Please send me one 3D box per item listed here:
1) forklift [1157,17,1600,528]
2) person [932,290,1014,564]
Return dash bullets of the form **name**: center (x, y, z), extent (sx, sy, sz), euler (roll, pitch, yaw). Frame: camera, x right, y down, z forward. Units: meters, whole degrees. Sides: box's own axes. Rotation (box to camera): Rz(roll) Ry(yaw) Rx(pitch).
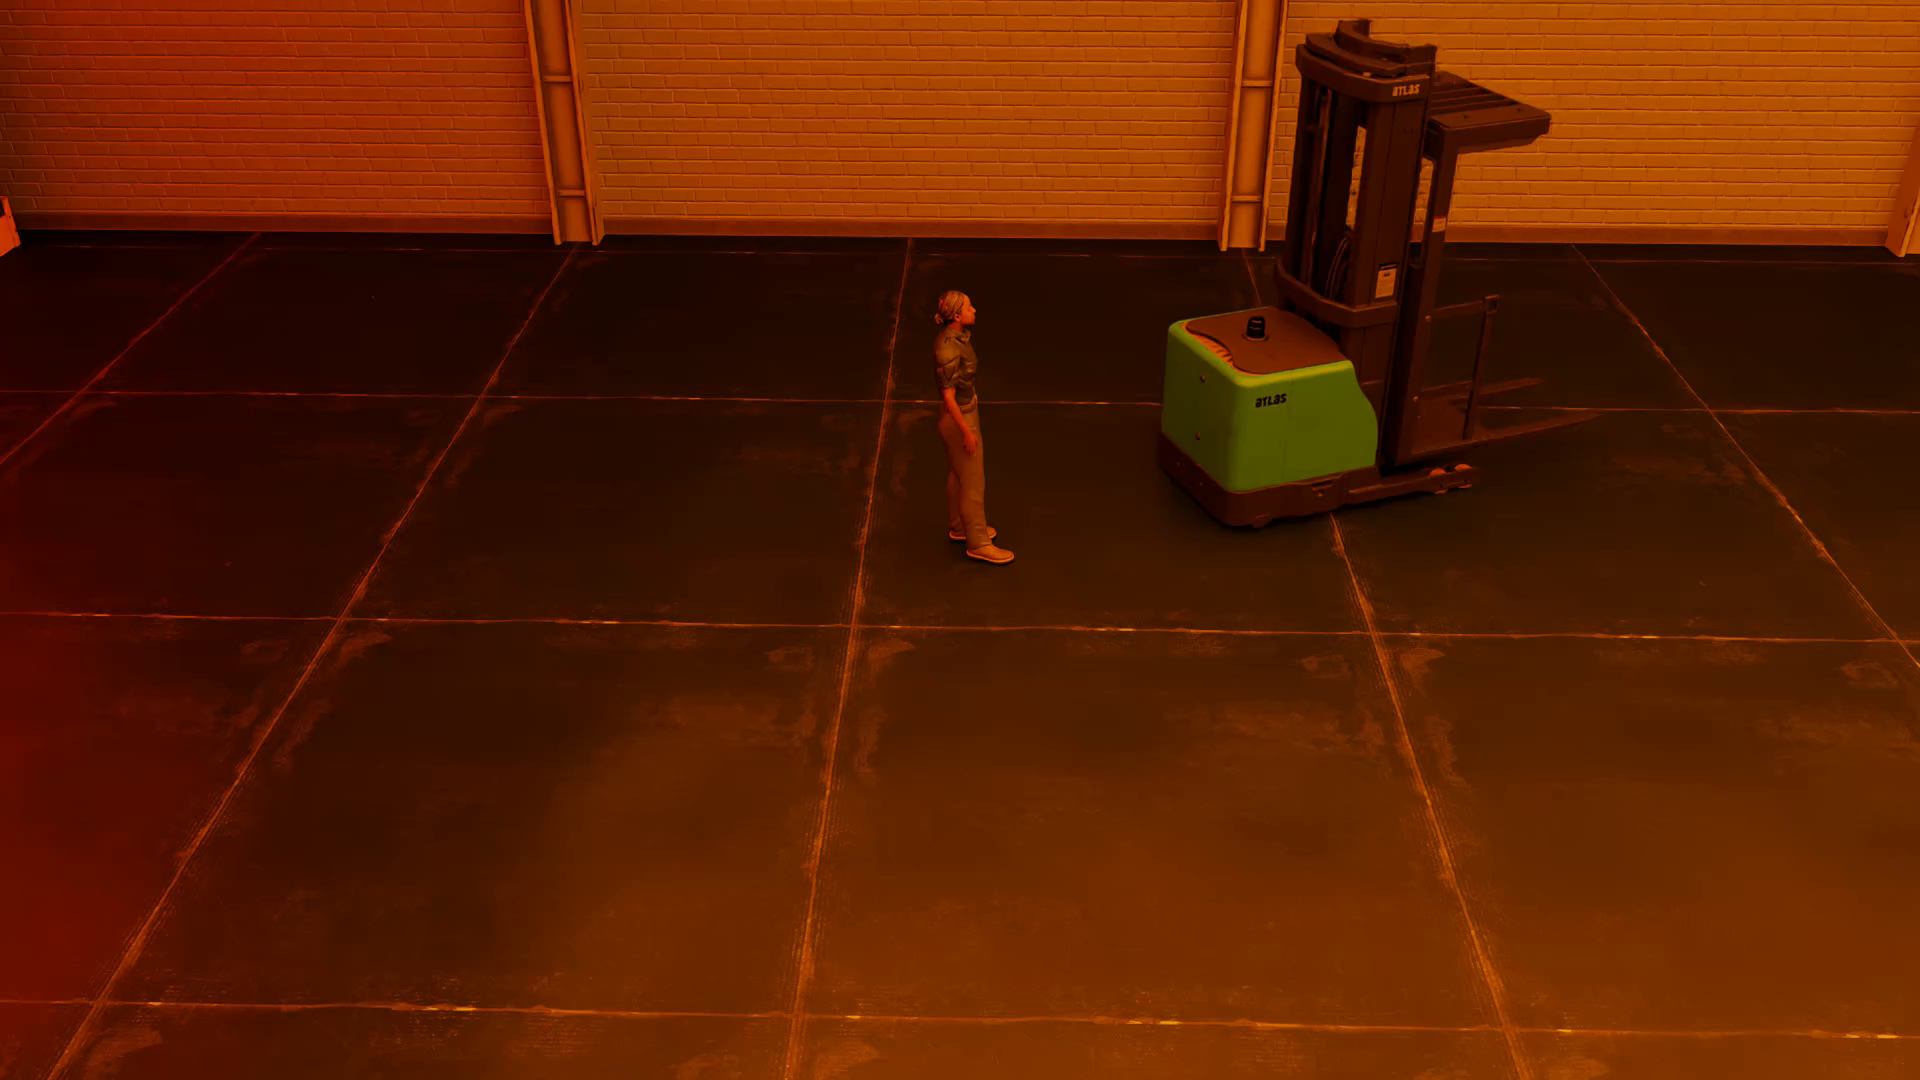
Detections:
- **forklift**: center (2.902, -1.803, 10.672), extent (3.031, 2.935, 1.130), euler (-11, 32, -18)
- **person**: center (0.087, -0.707, 10.057), extent (0.504, 1.654, 0.570), euler (1, 31, 1)
